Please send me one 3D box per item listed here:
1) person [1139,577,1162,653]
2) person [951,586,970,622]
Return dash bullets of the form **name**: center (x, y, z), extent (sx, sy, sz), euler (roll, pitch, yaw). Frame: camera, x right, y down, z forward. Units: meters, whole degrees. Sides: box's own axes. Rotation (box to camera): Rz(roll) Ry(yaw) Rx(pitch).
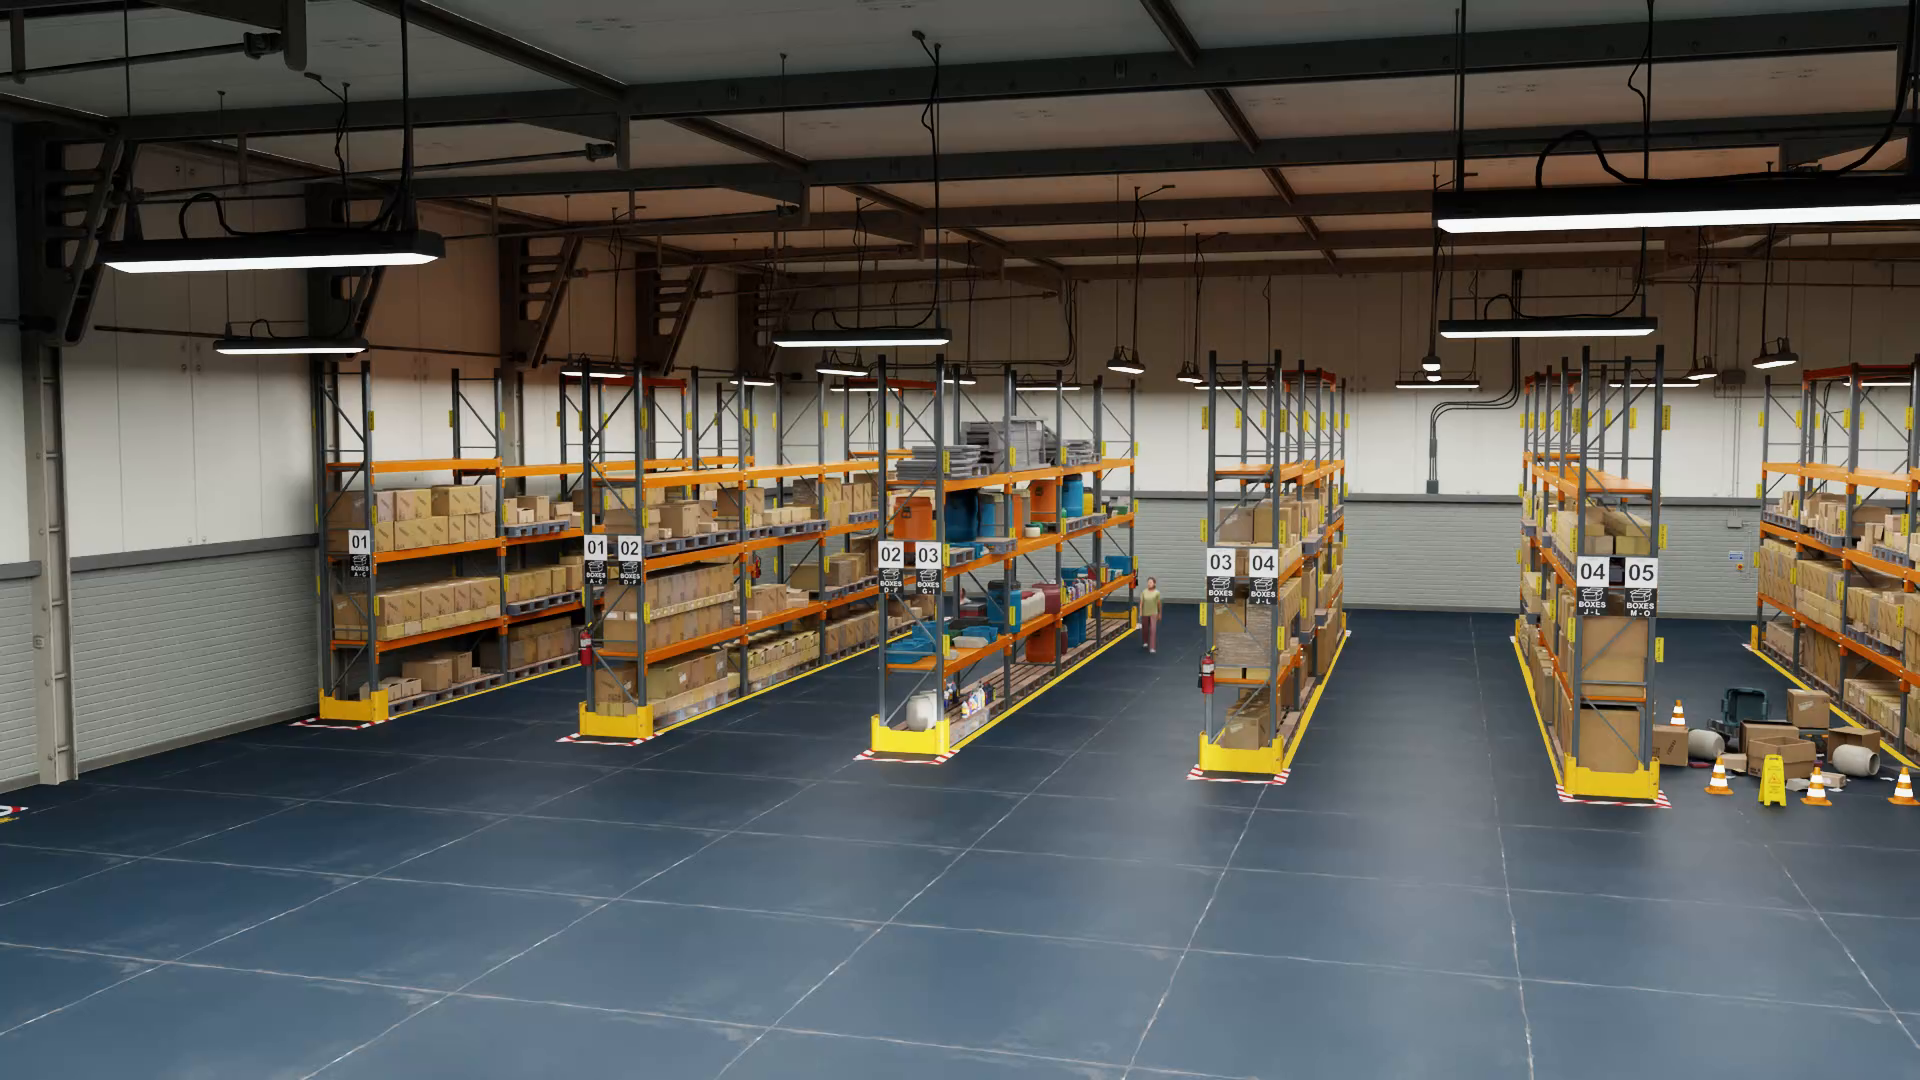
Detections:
- **person**: center (4.123, 1.617, 36.027), extent (0.496, 1.627, 0.975), euler (1, 4, 8)
- **person**: center (0.022, 1.740, 34.803), extent (0.441, 1.544, 0.934), euler (1, 4, 13)
